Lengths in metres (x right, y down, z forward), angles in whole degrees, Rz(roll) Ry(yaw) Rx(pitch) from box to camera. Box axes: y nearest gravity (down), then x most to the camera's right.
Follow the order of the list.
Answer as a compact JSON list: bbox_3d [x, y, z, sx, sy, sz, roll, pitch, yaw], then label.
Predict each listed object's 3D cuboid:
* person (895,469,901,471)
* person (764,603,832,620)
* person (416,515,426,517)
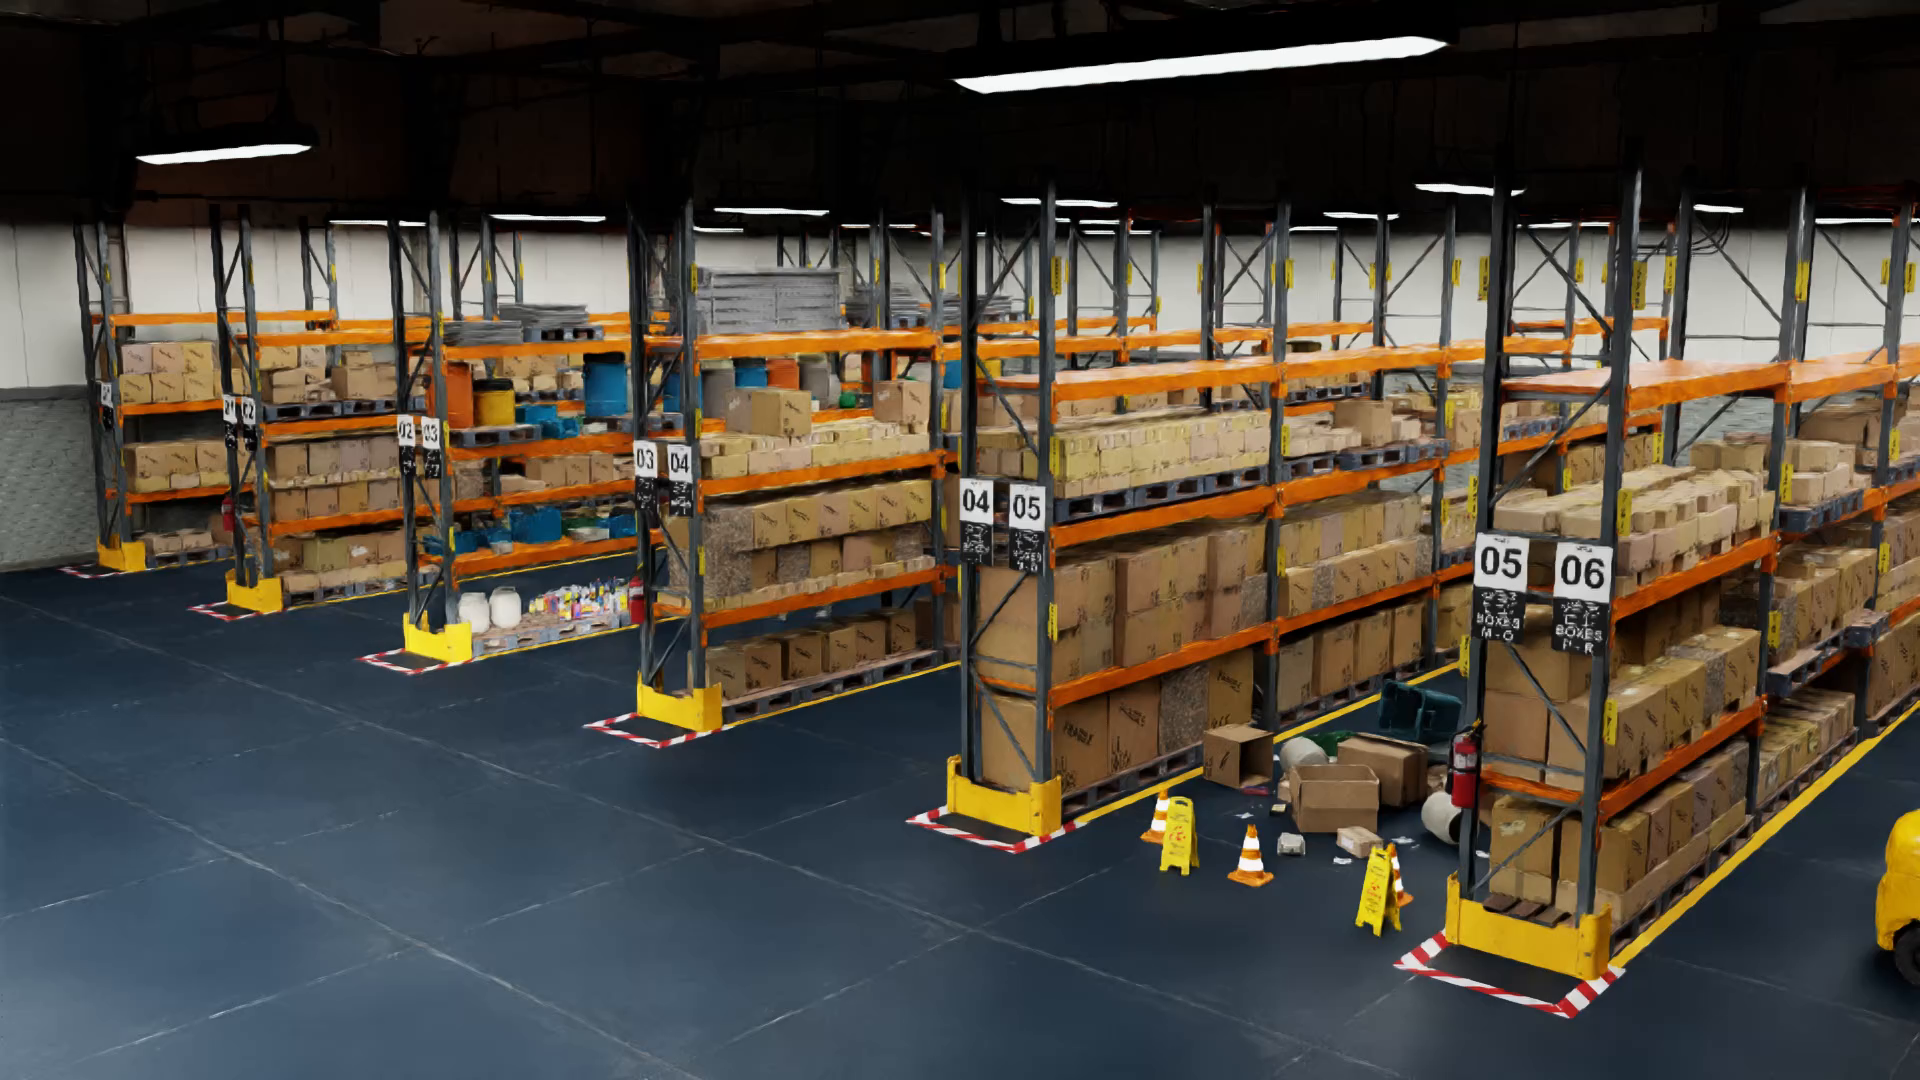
[{"bbox_3d":[-1.773,-2.601,41.587,0.736,1.755,0.487,-1,9,-4],"label":"person"},{"bbox_3d":[-2.223,0.244,22.846,1.001,1.725,0.614,-6,11,-33],"label":"person"},{"bbox_3d":[-10.163,-0.791,31.206,0.360,1.710,0.526,2,10,14],"label":"person"}]
